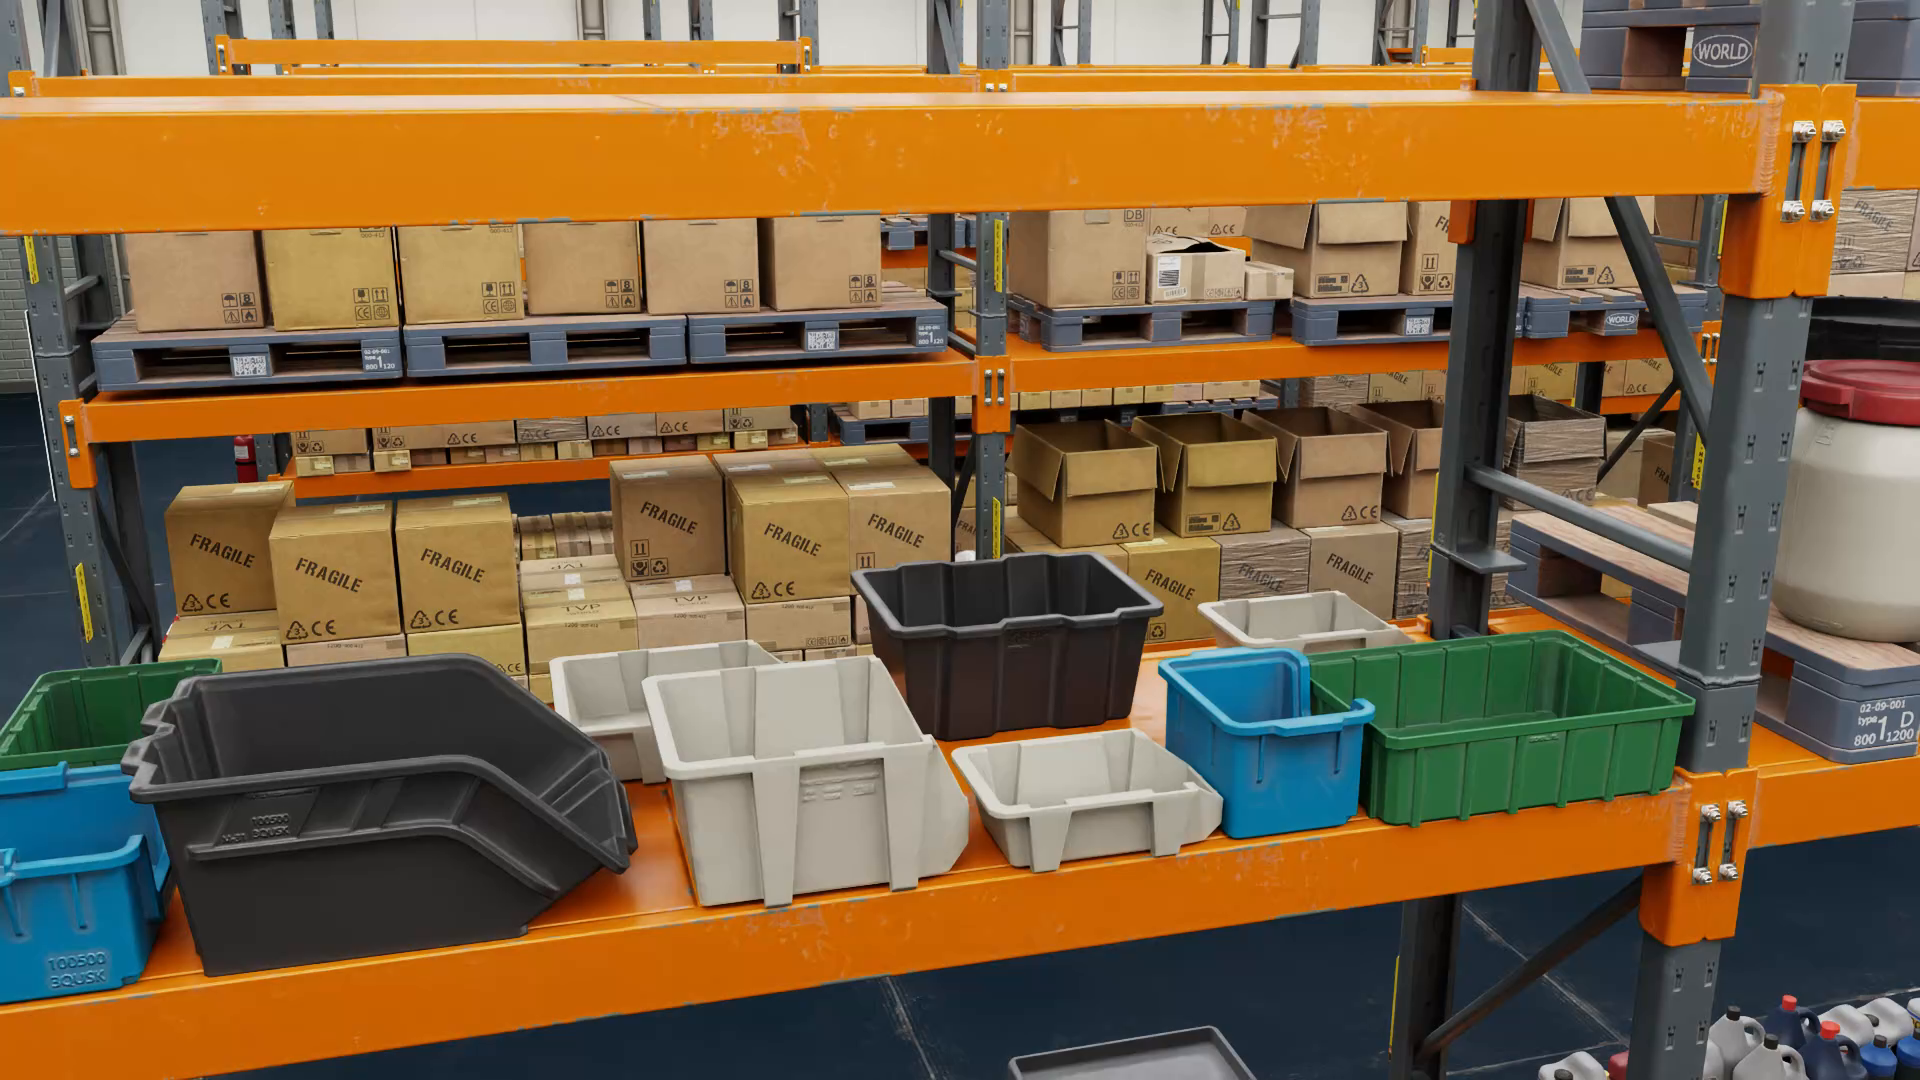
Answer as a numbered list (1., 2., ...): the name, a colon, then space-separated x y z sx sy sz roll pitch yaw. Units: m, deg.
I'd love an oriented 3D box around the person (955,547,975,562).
1. person: 0.098 0.410 12.394 0.977 0.740 0.476 -5 17 -17
